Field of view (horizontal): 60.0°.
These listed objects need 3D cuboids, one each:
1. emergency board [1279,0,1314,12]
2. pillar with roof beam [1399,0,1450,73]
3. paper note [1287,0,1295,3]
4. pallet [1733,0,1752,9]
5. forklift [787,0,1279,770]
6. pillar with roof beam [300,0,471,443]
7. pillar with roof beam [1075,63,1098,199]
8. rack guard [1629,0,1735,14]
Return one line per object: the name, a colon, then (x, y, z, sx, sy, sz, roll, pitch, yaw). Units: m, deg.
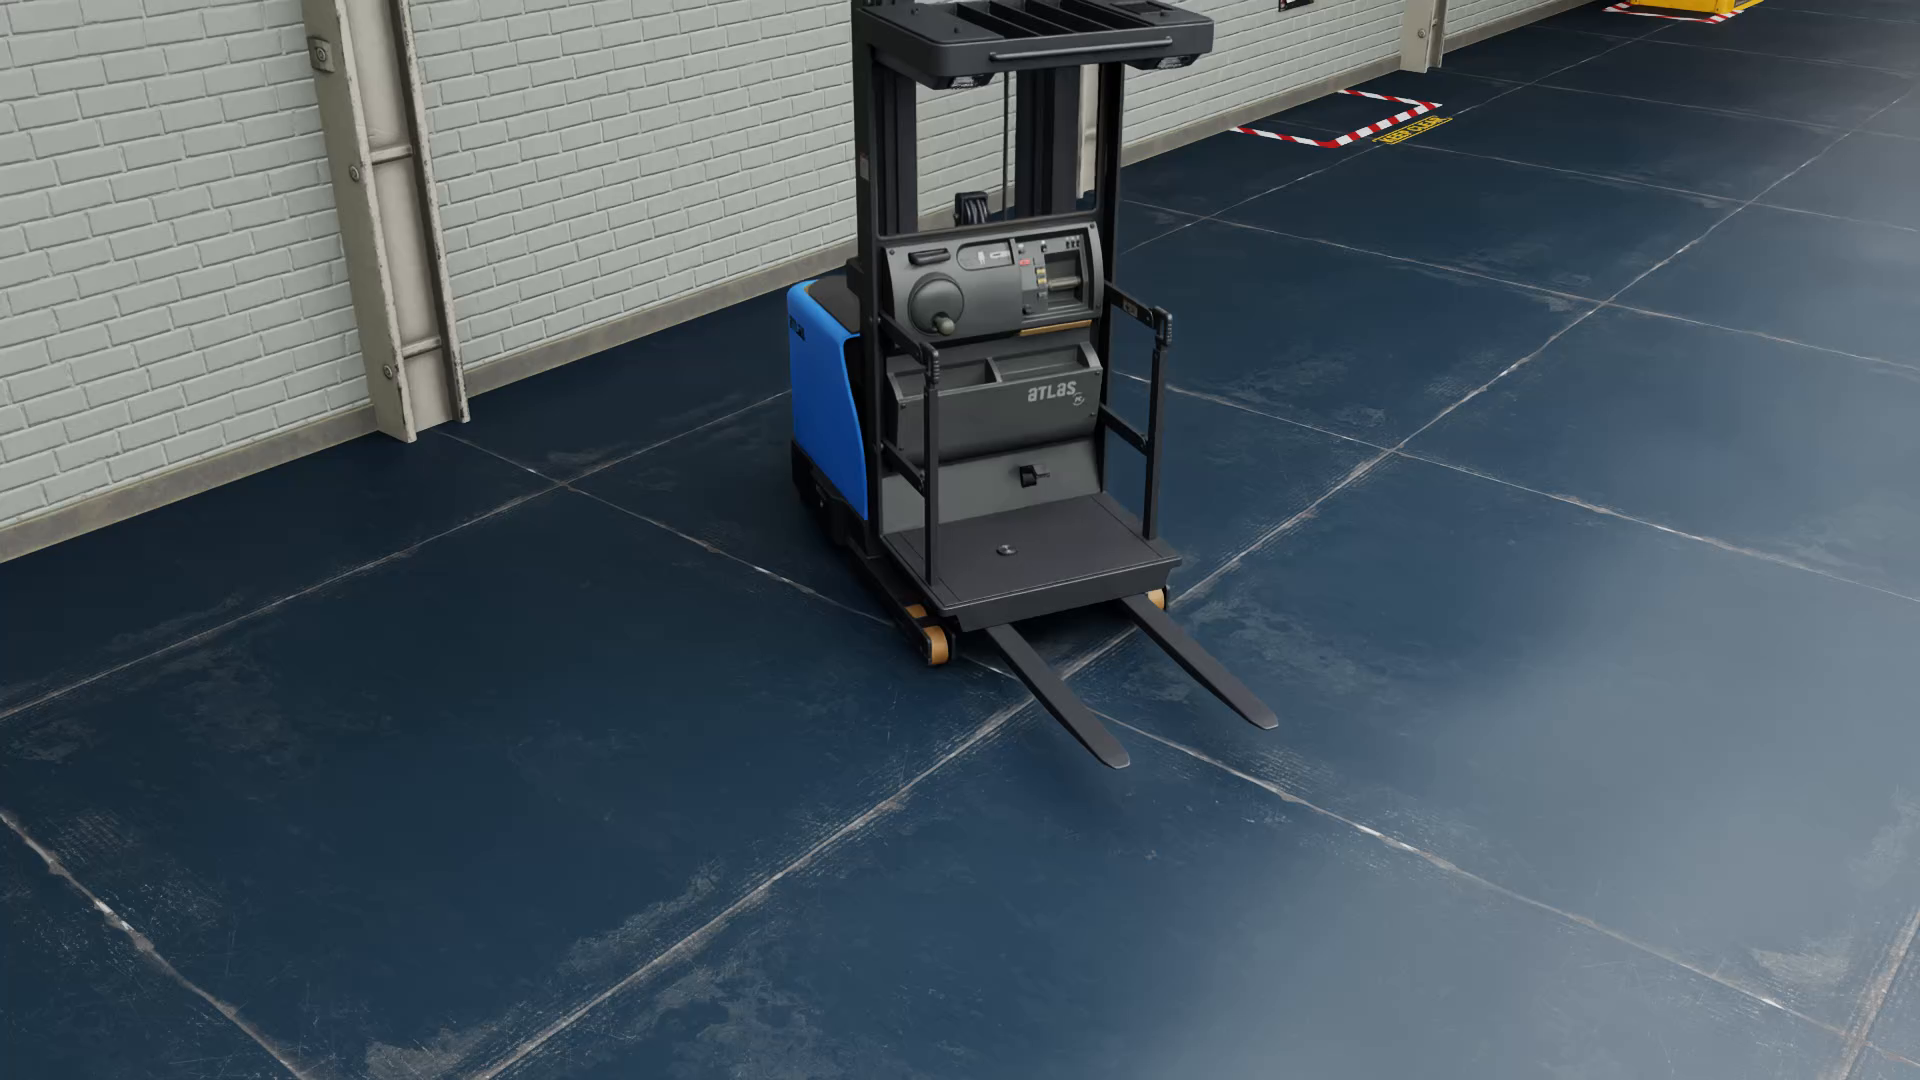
emergency board: (3.121, -5.348, 14.824, 0.157, 1.169, 0.626, 21, 34, 34)
pillar with roof beam: (8.063, -7.617, 12.681, 9.100, 9.000, 0.400, 21, 34, 34)
paper note: (2.974, -4.912, 14.939, 0.016, 0.148, 0.142, 21, 34, 34)
pallet: (9.373, -6.903, 20.865, 1.003, 0.211, 1.213, 21, 34, 34)
forklift: (0.235, -1.012, 6.517, 1.130, 2.935, 3.031, -11, 29, -21)
pillar with roof beam: (0.431, -3.363, 4.456, 9.100, 9.000, 0.400, 21, 34, 34)
pillar with roof beam: (4.247, -5.490, 8.569, 9.100, 9.000, 0.400, 21, 34, 34)
rack guard: (8.829, -6.754, 20.261, 1.175, 0.500, 0.348, 21, 34, 34)
